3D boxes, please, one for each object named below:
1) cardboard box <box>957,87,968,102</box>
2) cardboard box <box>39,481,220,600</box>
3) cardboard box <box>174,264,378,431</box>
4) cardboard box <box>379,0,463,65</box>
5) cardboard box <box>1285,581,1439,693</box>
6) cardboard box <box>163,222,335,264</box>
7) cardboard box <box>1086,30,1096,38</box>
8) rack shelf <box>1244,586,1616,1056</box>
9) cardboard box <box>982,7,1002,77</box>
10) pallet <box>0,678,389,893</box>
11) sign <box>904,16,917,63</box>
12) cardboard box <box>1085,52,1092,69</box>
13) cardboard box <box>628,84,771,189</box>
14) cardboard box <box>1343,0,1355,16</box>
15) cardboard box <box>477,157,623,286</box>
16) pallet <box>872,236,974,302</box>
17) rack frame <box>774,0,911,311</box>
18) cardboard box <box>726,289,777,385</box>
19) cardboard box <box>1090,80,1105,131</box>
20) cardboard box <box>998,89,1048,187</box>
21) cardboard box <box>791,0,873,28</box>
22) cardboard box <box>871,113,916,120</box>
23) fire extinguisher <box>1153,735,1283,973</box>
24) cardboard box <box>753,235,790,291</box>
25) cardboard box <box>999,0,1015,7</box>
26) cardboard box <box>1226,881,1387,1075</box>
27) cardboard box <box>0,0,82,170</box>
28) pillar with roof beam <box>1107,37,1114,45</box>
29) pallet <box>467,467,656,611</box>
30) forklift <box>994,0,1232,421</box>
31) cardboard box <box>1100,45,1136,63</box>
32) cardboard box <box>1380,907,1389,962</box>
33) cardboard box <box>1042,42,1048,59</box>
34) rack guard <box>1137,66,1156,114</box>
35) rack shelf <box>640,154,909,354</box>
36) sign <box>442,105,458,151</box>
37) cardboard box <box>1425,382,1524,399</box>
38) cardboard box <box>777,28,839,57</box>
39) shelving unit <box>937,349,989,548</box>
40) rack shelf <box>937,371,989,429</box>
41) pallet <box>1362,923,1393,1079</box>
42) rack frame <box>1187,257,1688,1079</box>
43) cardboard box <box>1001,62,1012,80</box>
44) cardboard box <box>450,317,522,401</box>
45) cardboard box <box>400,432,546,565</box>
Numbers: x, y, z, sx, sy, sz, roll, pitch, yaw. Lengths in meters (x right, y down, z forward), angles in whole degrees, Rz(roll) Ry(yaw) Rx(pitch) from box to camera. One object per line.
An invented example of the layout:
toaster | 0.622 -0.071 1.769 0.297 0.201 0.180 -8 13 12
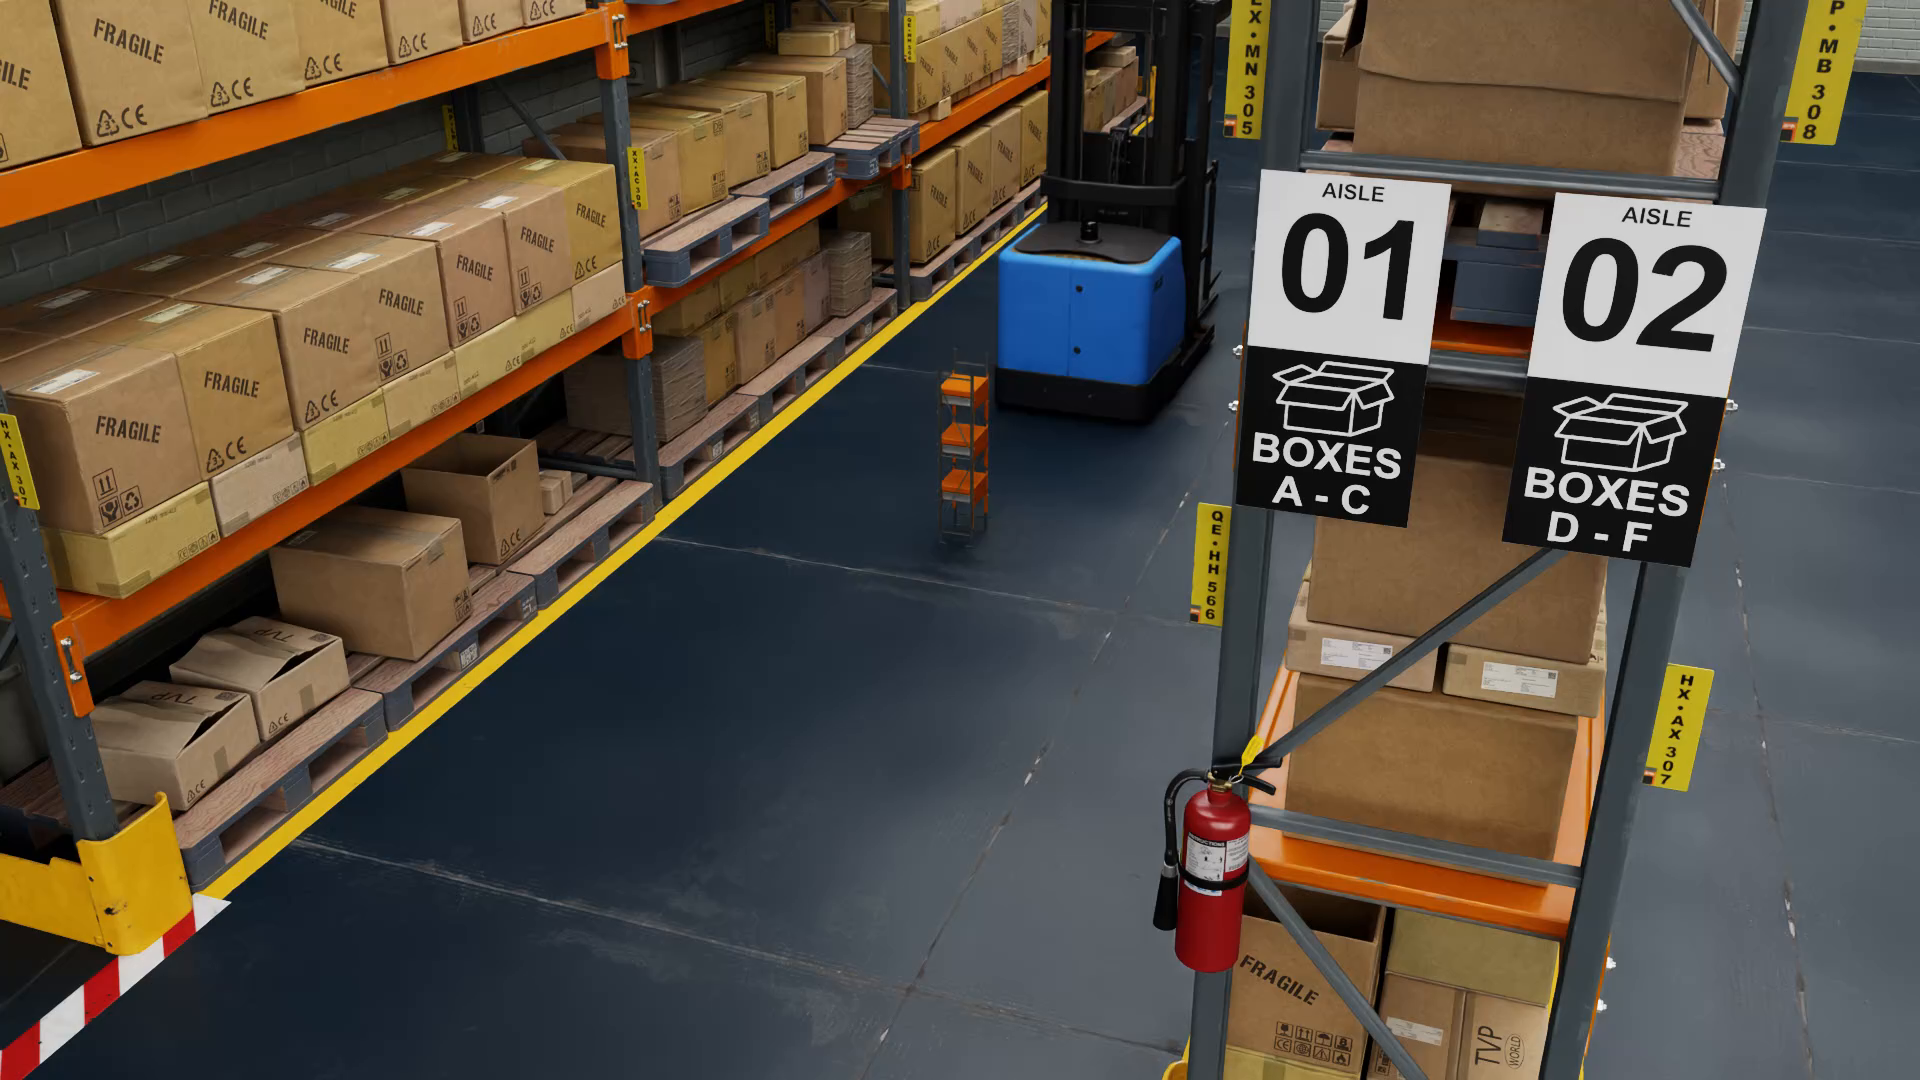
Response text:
cardboard box | -0.151 -3.759 13.837 0.380 0.149 0.250 9 27 18
cardboard box | -3.081 -0.037 6.034 0.500 0.250 0.500 8 27 16
cardboard box | -2.748 -0.786 6.719 0.500 0.500 0.500 8 27 16
cardboard box | -2.475 -2.306 6.992 0.500 0.500 0.500 8 27 15
cardboard box | 1.078 0.254 4.424 0.380 0.149 0.250 8 27 17
cardboard box | -3.074 -1.070 7.307 0.500 0.500 0.500 9 27 18
cardboard box | 0.895 -5.527 16.879 0.980 0.700 0.700 8 27 16
rack shelf | 1.796 0.278 6.060 1.077 0.370 4.000 9 27 17
cardboard box | 0.038 -4.212 14.028 0.500 0.500 0.500 10 27 19
pallet | -3.214 0.954 7.037 1.003 0.211 1.213 9 27 17
sign | -0.365 -3.639 12.087 0.100 0.325 0.005 9 27 17
cardboard box | 1.245 -5.339 18.478 0.380 0.149 0.250 9 27 18
cardboard box | -1.628 -2.536 10.426 0.700 0.500 0.500 13 29 24
cardboard box | 1.450 -1.526 4.978 0.500 0.311 0.500 12 28 23
cardboard box | -2.077 -1.625 8.452 0.500 0.500 0.500 9 27 17
pallet | -0.547 -2.287 13.730 1.003 0.211 1.213 9 27 17
rack frame | -0.880 -3.229 12.476 1.000 3.000 0.127 9 27 17
cardboard box | -1.650 -1.386 11.034 0.700 0.500 0.500 9 27 18
cardboard box | 1.139 -4.645 17.789 0.700 0.500 0.500 9 27 19
cardboard box | 0.357 -3.808 15.658 0.750 0.750 0.750 9 27 18
cardboard box | -0.974 -3.978 12.684 0.500 0.250 0.500 10 27 19
cardboard box | -0.552 -3.226 12.737 0.380 0.149 0.250 8 27 17
fire extinguisher | 0.653 0.792 4.261 0.296 0.674 0.183 9 27 17
cardboard box | -1.486 -1.898 11.232 0.500 0.250 0.500 9 27 17
cardboard box | 0.188 -4.750 14.280 0.500 0.250 0.500 9 27 18
cardboard box | 1.028 1.223 5.094 0.500 0.500 0.500 9 27 17
cardboard box | -3.195 -1.446 5.215 0.500 0.500 0.500 9 27 19
pillar with roof beam | 5.924 -9.827 19.220 9.100 9.000 0.400 9 27 17
pallet | -2.402 -0.049 9.108 1.003 0.211 1.213 9 27 17
forklift | 1.221 -2.705 11.473 1.130 2.935 3.031 9 27 18
cardboard box | 1.772 -5.491 18.790 0.380 0.149 0.250 8 27 17
cardboard box | 1.185 1.354 5.685 0.500 0.250 0.500 9 27 17
cardboard box | 0.605 -4.588 15.550 0.380 0.149 0.250 9 27 18
rack guard | 1.790 -5.401 19.831 1.175 0.500 0.348 9 27 17
rack shelf | -1.546 -2.083 10.935 1.077 0.370 4.000 9 27 17
sign | -2.736 -2.185 8.992 0.100 0.325 0.005 9 27 17
cardboard box | 1.485 -0.282 4.786 0.700 0.500 0.500 8 27 16
cardboard box | -1.060 -3.483 11.638 0.380 0.149 0.250 4 26 9
shelving unit | 0.018 -0.495 9.067 0.215 1.050 0.252 9 27 17
rack shelf | 0.018 -0.740 8.948 0.215 0.259 0.240 9 27 17
pallet | 1.345 1.710 5.475 1.003 0.211 1.213 9 27 17
rack frame | 1.130 0.776 4.206 1.000 3.000 0.127 9 27 17
cardboard box | 0.238 -4.173 14.693 0.380 0.149 0.250 9 27 17
cardboard box | -2.410 -0.875 7.765 0.500 0.250 0.500 9 27 17
cardboard box | -2.519 -0.225 8.637 0.500 0.500 0.500 7 27 14
